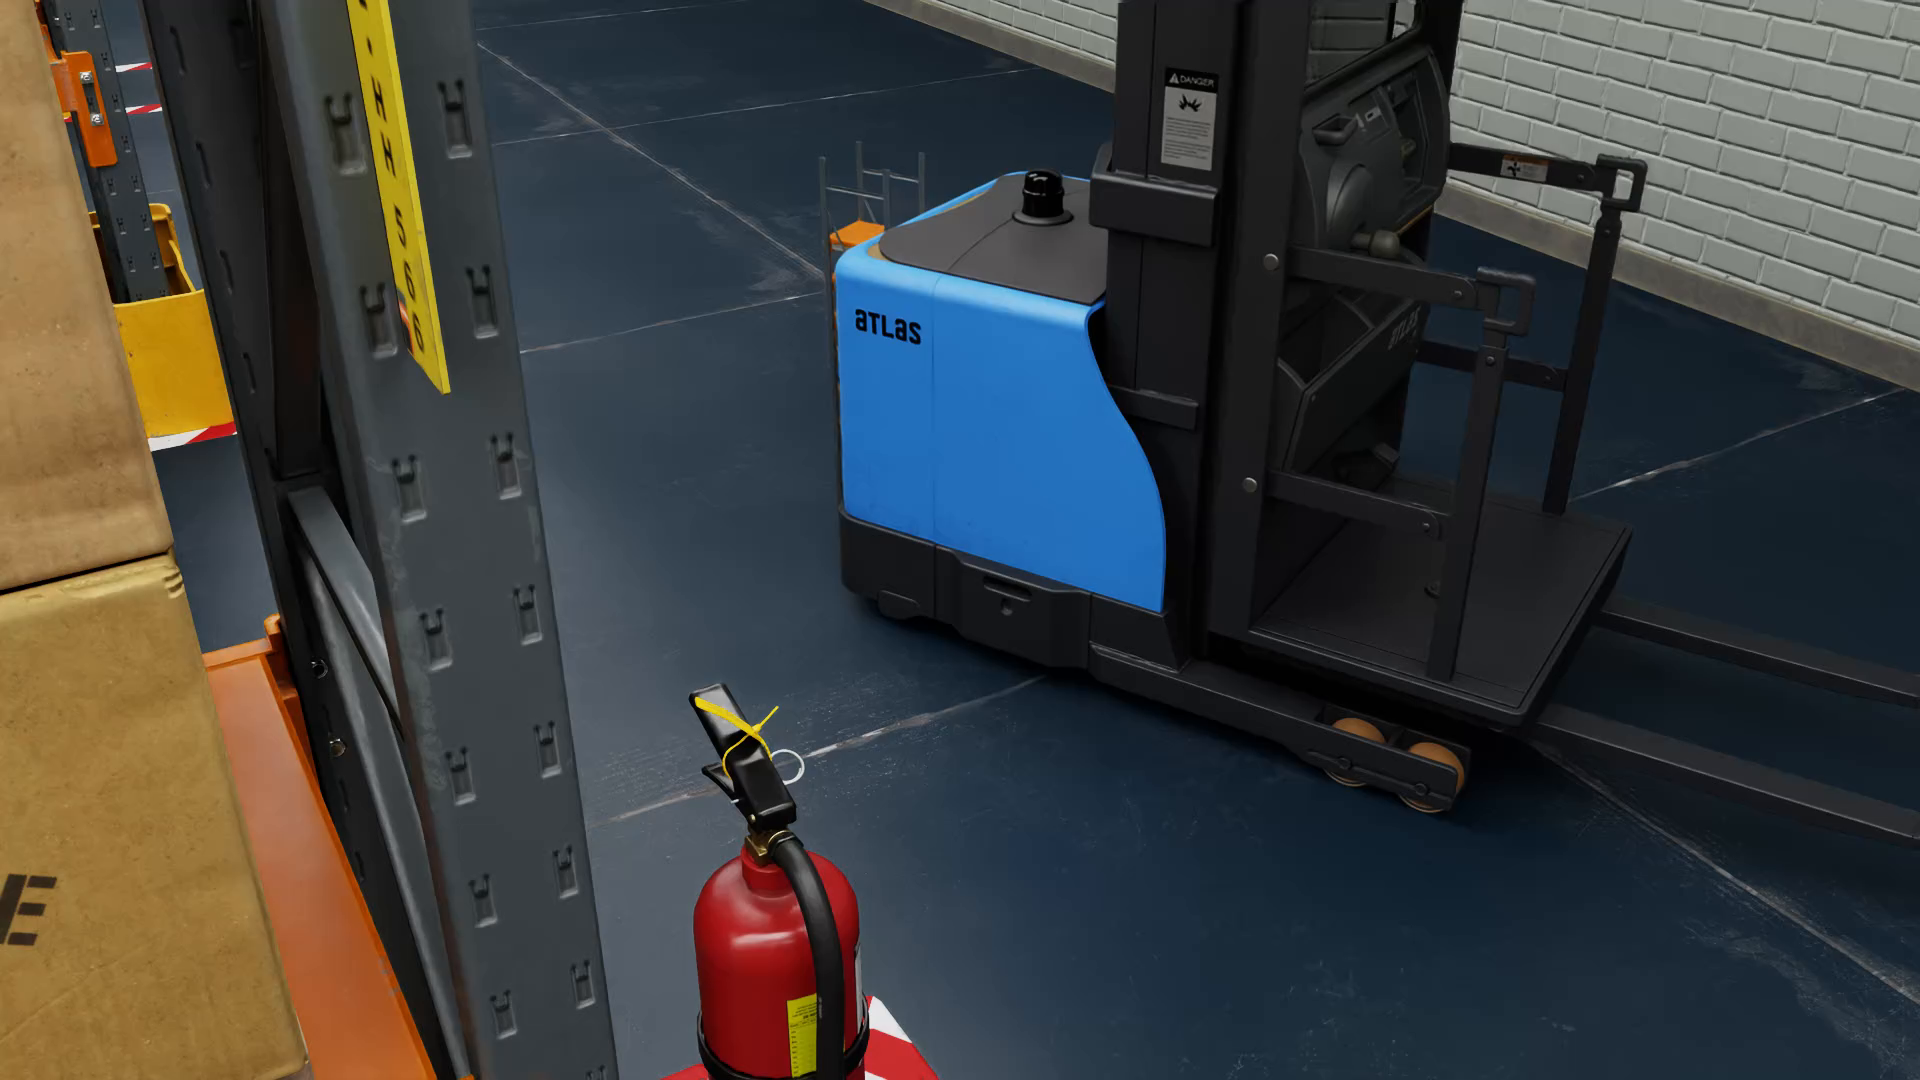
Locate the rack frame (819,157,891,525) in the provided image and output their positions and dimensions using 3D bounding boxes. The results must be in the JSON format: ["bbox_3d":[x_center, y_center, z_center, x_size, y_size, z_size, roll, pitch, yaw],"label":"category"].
[{"bbox_3d":[-0.294,-0.541,4.988,0.240,1.200,0.006,17,34,28],"label":"rack frame"}]

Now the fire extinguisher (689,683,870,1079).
[{"bbox_3d":[-0.188,0.476,1.749,0.183,0.674,0.296,-16,33,-26],"label":"fire extinguisher"}]

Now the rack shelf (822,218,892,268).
[{"bbox_3d":[-0.249,-0.854,4.900,0.258,0.103,0.180,17,34,28],"label":"rack shelf"}]

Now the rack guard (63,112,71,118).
[{"bbox_3d":[-5.559,-2.923,10.029,0.348,0.500,1.175,-16,33,-26],"label":"rack guard"}]

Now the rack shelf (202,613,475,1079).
[{"bbox_3d":[-2.363,0.953,1.164,4.000,0.370,1.077,-16,33,-26],"label":"rack shelf"}]

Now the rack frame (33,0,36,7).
[{"bbox_3d":[-5.574,-4.006,9.405,0.127,3.000,1.000,-16,33,-26],"label":"rack frame"}]

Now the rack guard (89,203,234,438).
[{"bbox_3d":[-3.044,-0.854,6.281,0.348,0.500,1.175,-16,33,-26],"label":"rack guard"}]

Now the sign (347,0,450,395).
[{"bbox_3d":[-0.375,-0.261,1.093,0.005,0.325,0.100,-16,33,-26],"label":"sign"}]

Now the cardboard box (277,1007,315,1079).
[{"bbox_3d":[-0.777,0.456,1.580,0.250,0.149,0.380,-16,33,-26],"label":"cardboard box"}]

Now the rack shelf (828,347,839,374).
[{"bbox_3d":[-0.245,-0.541,5.078,0.258,0.103,0.180,17,34,28],"label":"rack shelf"}]

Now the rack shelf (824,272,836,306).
[{"bbox_3d":[-0.248,-0.750,4.959,0.258,0.103,0.180,17,34,28],"label":"rack shelf"}]

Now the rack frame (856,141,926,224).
[{"bbox_3d":[-0.198,-0.619,5.123,0.240,1.200,0.006,17,34,28],"label":"rack frame"}]

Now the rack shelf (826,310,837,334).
[{"bbox_3d":[-0.247,-0.646,5.018,0.258,0.103,0.180,17,34,28],"label":"rack shelf"}]

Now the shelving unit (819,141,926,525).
[{"bbox_3d":[-0.246,-0.580,5.056,0.258,1.200,0.189,17,34,28],"label":"shelving unit"}]

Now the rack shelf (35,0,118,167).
[{"bbox_3d":[-4.789,-1.138,4.953,4.000,0.370,1.077,-16,33,-26],"label":"rack shelf"}]

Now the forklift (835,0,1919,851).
[{"bbox_3d":[1.170,-0.914,3.873,3.031,2.935,1.130,17,33,28],"label":"forklift"}]

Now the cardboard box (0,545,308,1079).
[{"bbox_3d":[-0.896,0.191,1.388,0.500,0.500,0.500,-15,32,-25],"label":"cardboard box"}]

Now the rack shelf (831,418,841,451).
[{"bbox_3d":[-0.243,-0.333,5.196,0.258,0.103,0.180,17,34,28],"label":"rack shelf"}]

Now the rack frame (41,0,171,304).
[{"bbox_3d":[-3.064,-1.943,5.666,0.127,3.000,1.000,-16,33,-26],"label":"rack frame"}]

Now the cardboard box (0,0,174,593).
[{"bbox_3d":[-0.907,-0.248,1.149,0.500,0.500,0.500,-17,33,-27],"label":"cardboard box"}]

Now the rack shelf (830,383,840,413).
[{"bbox_3d":[-0.244,-0.437,5.137,0.258,0.103,0.180,17,34,28],"label":"rack shelf"}]
